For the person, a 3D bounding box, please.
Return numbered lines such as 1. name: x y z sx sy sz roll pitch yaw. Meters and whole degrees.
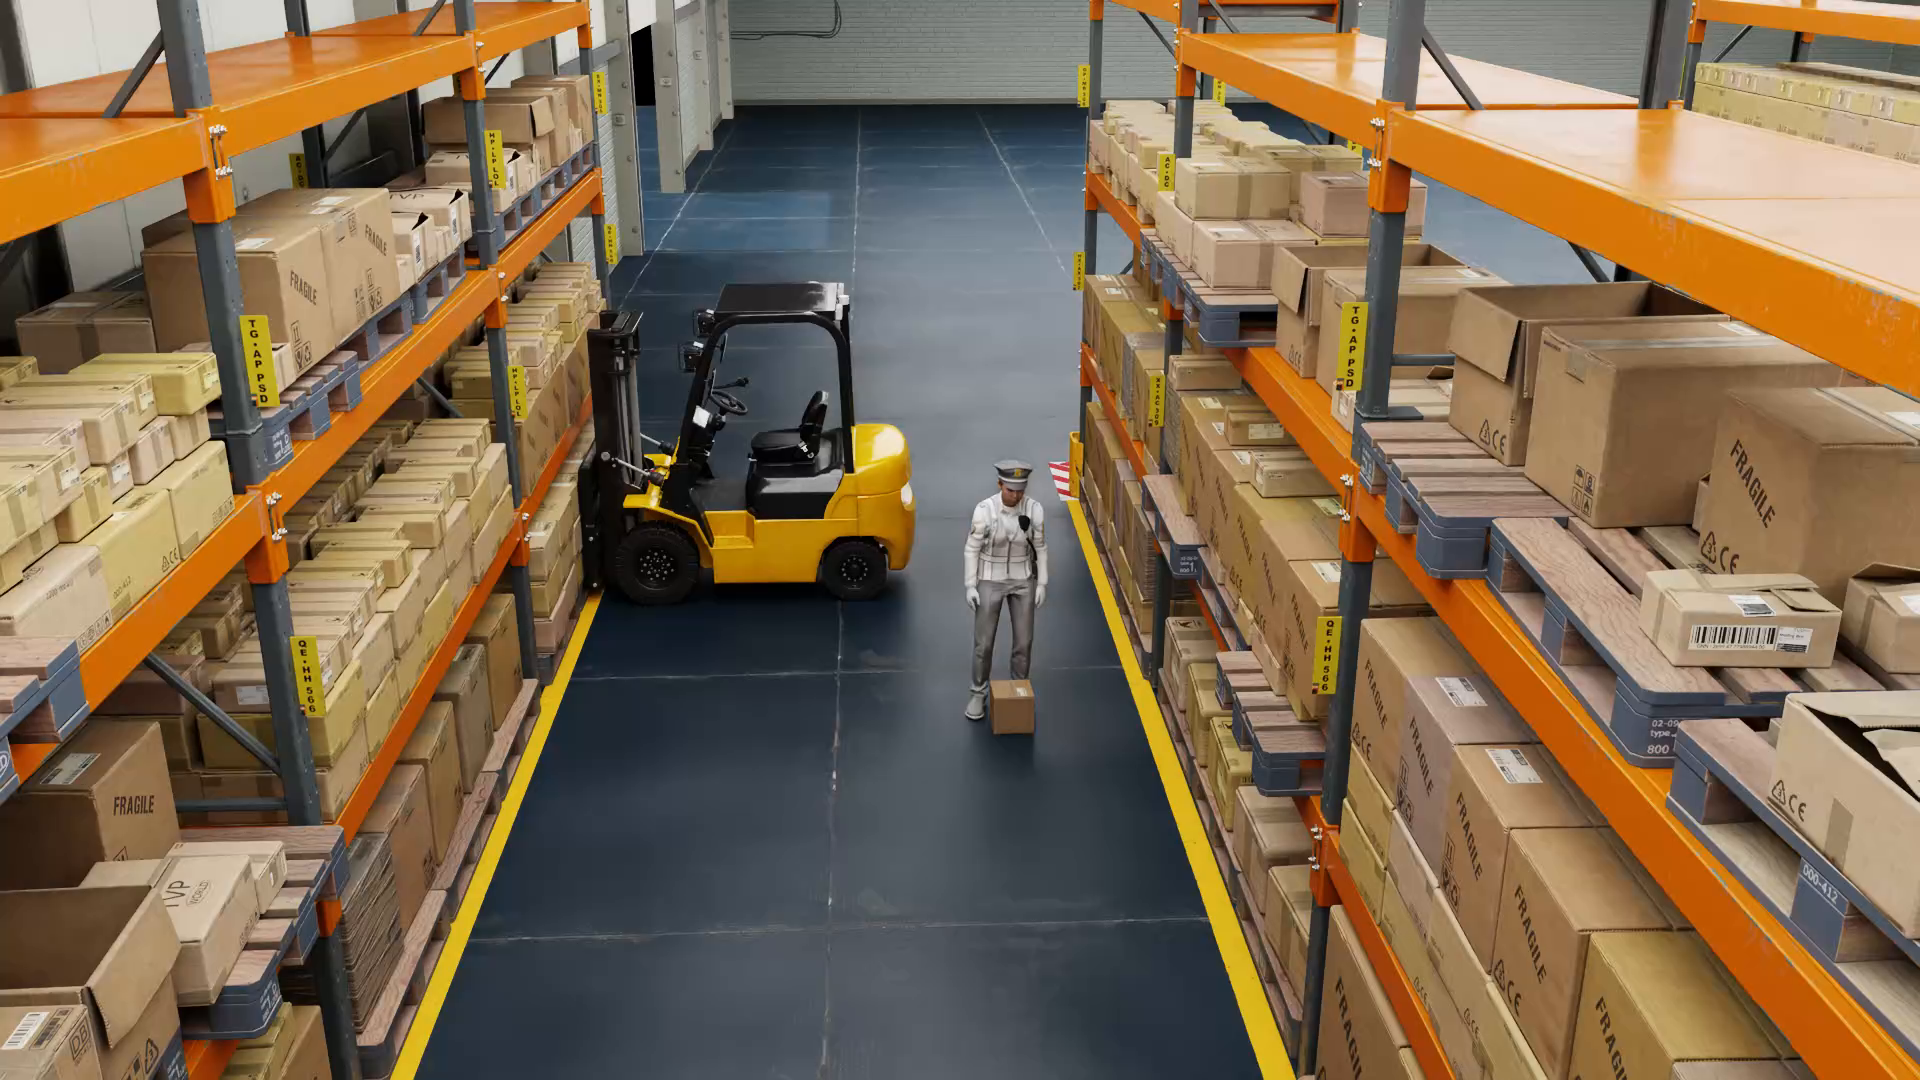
1. person: 0.288 0.290 10.300 0.535 1.662 0.374 -2 21 -7
